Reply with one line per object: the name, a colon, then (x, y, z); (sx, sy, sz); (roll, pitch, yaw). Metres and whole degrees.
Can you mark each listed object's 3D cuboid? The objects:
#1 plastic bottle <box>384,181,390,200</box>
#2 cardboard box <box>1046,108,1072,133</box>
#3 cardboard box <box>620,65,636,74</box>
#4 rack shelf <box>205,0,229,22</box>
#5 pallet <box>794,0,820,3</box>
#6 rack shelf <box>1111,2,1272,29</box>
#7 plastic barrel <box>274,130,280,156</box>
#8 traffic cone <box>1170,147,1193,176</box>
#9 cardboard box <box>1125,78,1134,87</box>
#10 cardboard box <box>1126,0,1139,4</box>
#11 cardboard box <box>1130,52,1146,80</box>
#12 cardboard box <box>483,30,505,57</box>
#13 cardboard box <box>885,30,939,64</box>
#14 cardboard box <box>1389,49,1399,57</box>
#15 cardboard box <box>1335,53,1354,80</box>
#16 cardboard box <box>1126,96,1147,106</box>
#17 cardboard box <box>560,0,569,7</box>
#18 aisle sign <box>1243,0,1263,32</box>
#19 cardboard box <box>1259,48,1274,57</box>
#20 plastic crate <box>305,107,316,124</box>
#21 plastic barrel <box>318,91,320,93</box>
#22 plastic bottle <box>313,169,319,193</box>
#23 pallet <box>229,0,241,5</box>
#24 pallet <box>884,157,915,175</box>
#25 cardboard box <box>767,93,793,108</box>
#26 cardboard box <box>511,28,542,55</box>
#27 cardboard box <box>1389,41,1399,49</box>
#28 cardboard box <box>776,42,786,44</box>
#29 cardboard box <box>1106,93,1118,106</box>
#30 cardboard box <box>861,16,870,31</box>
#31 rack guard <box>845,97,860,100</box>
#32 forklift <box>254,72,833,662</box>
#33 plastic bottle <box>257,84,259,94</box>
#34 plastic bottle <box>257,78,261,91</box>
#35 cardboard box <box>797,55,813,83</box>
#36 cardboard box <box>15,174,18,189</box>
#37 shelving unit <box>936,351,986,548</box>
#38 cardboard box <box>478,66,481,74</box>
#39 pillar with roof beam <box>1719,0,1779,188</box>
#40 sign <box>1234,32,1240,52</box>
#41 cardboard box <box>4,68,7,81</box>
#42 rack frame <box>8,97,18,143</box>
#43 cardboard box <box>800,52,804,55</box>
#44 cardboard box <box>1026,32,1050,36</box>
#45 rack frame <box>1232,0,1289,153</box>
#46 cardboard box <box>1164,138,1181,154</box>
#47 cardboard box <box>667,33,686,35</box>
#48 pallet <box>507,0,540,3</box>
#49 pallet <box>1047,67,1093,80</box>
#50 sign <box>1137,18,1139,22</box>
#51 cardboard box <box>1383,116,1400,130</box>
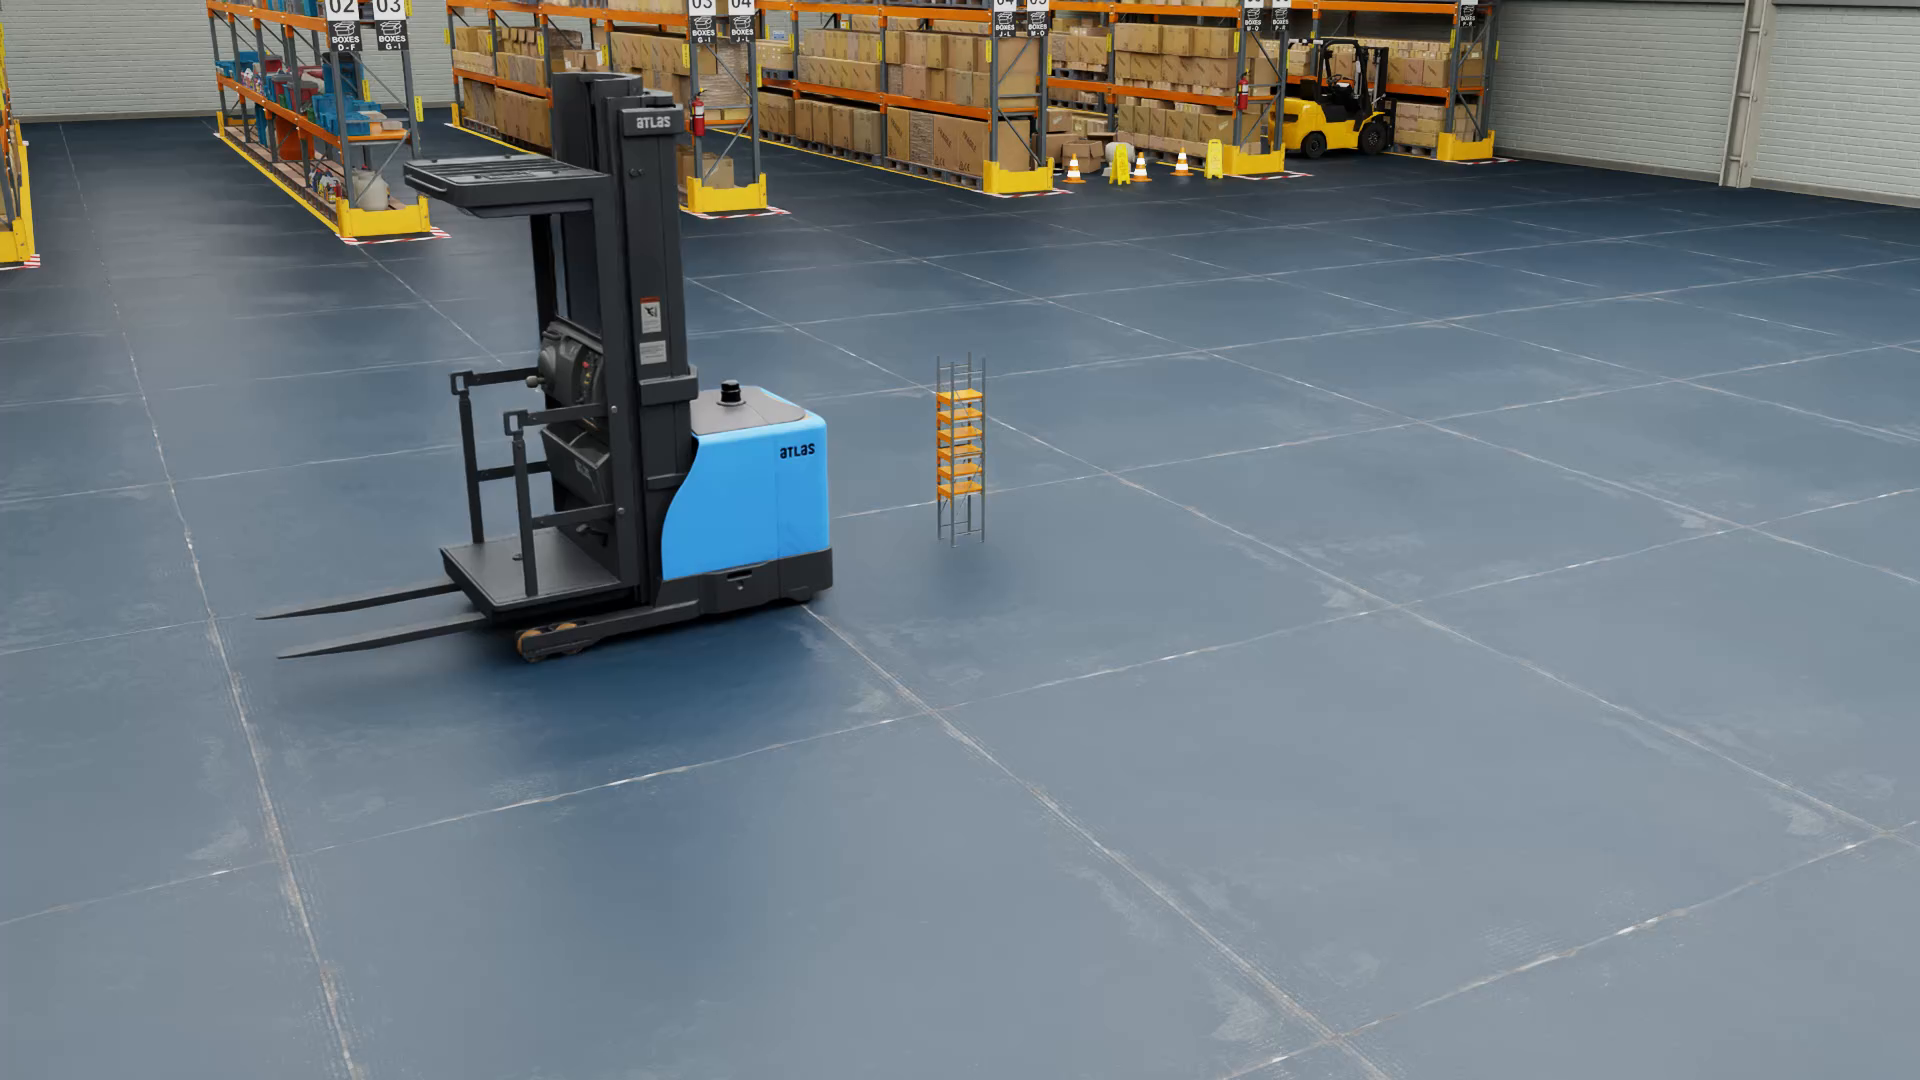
plastic bottle: (-8.419, -5.120, 24.378); (0.097, 0.271, 0.097); (0, 19, 0)
cardboard box: (1.796, -7.975, 31.816); (0.500, 0.500, 0.500); (-10, 21, -27)
cardboard box: (-5.007, -7.448, 27.009); (0.875, 0.500, 0.500); (-10, 21, -27)
rack shelf: (-14.480, -10.730, 33.632); (1.077, 0.370, 4.000); (-10, 21, -27)
pallet: (-2.507, -10.588, 32.407); (1.213, 0.211, 1.003); (-9, 21, -24)
rack shelf: (4.298, -9.587, 30.320); (1.077, 0.370, 4.000); (-10, 21, -27)
plastic barrel: (-12.225, -7.238, 30.178); (0.421, 0.512, 0.421); (0, 19, 0)
traffic cone: (3.908, -6.659, 29.221); (0.336, 0.463, 0.334); (-10, 21, -27)
cardboard box: (3.381, -8.760, 31.804); (0.380, 0.149, 0.250); (-9, 21, -25)
cardboard box: (3.354, -10.171, 31.294); (0.380, 0.149, 0.250); (-10, 21, -27)
cardboard box: (3.571, -8.961, 31.393); (0.500, 0.500, 0.500); (-10, 21, -27)
cardboard box: (-9.625, -10.360, 34.679); (0.500, 0.500, 0.500); (-9, 21, -25)
cardboard box: (-0.815, -8.758, 29.527); (0.875, 0.550, 0.550); (-10, 21, -27)
cardboard box: (8.573, -9.479, 32.356); (0.380, 0.149, 0.250); (-10, 21, -26)
cardboard box: (7.958, -9.586, 33.659); (0.500, 0.500, 0.500); (-10, 21, -26)
cardboard box: (3.398, -8.387, 31.765); (0.380, 0.149, 0.250); (-10, 21, -26)
cardboard box: (-6.777, -9.576, 29.415); (0.500, 0.250, 0.500); (-9, 21, -26)
aisle sign: (5.022, -9.101, 28.423); (0.394, 0.787, 0.004); (-10, 21, -27)
cardboard box: (6.769, -10.414, 35.677); (0.500, 0.250, 0.500); (-10, 21, -26)
plastic crate: (-9.336, -6.247, 24.463); (0.450, 0.188, 0.662); (-10, 21, -27)
plastic barrel: (-10.225, -7.119, 26.877); (0.301, 0.262, 0.301); (0, 19, 0)
plastic bottle: (-9.714, -5.441, 25.187); (0.144, 0.351, 0.185); (-9, 21, -25)
pallet: (-13.073, -10.196, 31.273); (1.213, 0.211, 1.003); (-10, 21, -27)
pallet: (-0.668, -6.739, 29.837); (1.003, 0.211, 1.213); (-10, 21, -27)
cardboard box: (-3.664, -9.106, 34.461); (0.500, 0.250, 0.500); (-10, 21, -26)
cardboard box: (-8.546, -9.985, 33.279); (0.797, 0.503, 0.637); (-10, 21, -26)
cardboard box: (8.565, -9.620, 32.309); (0.380, 0.149, 0.250); (-10, 21, -26)
cardboard box: (-3.649, -10.409, 35.027); (0.380, 0.149, 0.250); (-10, 22, -27)
cardboard box: (3.948, -10.993, 41.079); (0.500, 0.500, 0.500); (-9, 21, -24)
cardboard box: (-2.121, -12.719, 41.206); (0.500, 0.500, 0.500); (-11, 22, -28)
rack guard: (-2.361, -11.353, 42.767); (1.175, 0.500, 0.348); (-10, 21, -27)
forklift: (-2.266, -0.939, 8.859); (3.031, 2.935, 1.130); (-11, 22, -29)
plastic bottle: (-12.578, -8.127, 29.891); (0.097, 0.201, 0.097); (0, 19, 0)
plastic bottle: (-12.532, -8.132, 29.798); (0.097, 0.271, 0.097); (0, 19, 0)
cardboard box: (-2.884, -9.312, 32.867); (0.500, 0.500, 0.500); (-10, 21, -26)
cardboard box: (-14.797, -5.509, 25.570); (0.500, 0.250, 0.500); (-10, 21, -26)
shelving unit: (0.007, -0.563, 10.424); (0.258, 1.200, 0.189); (-10, 21, -27)
cardboard box: (-10.094, -10.058, 35.567); (0.380, 0.149, 0.250); (-10, 21, -26)
pillar with roof beam: (9.138, -9.491, 24.341); (9.100, 9.000, 0.400); (-10, 21, -27)
sign: (4.750, -8.551, 28.556); (0.100, 0.325, 0.005); (-10, 21, -27)
cardboard box: (-18.857, -9.128, 32.333); (0.500, 0.500, 0.500); (-10, 21, -26)
rack frame: (-19.791, -9.460, 33.447); (1.000, 3.000, 0.127); (-10, 21, -27)
cardboard box: (-3.043, -9.904, 34.019); (0.380, 0.149, 0.250); (-9, 21, -24)
cardboard box: (1.713, -10.304, 34.642); (0.500, 0.500, 0.500); (-9, 21, -24)
rack frame: (5.248, -7.935, 29.028); (1.000, 3.000, 0.127); (-10, 21, -27)
cardboard box: (4.135, -7.323, 30.828); (0.500, 0.250, 0.500); (-11, 22, -29)
cardboard box: (-4.442, -7.835, 26.597); (0.500, 0.500, 0.500); (-10, 21, -27)
pallet: (-8.158, -10.522, 32.218); (1.003, 0.211, 1.213); (-9, 21, -24)
pallet: (2.425, -9.579, 34.087); (1.003, 0.211, 1.213); (-10, 21, -27)
sign: (4.403, -12.784, 41.306); (0.100, 0.325, 0.005); (-10, 21, -27)
cardboard box: (8.616, -8.222, 32.665); (0.500, 0.250, 0.500); (-11, 22, -28)
